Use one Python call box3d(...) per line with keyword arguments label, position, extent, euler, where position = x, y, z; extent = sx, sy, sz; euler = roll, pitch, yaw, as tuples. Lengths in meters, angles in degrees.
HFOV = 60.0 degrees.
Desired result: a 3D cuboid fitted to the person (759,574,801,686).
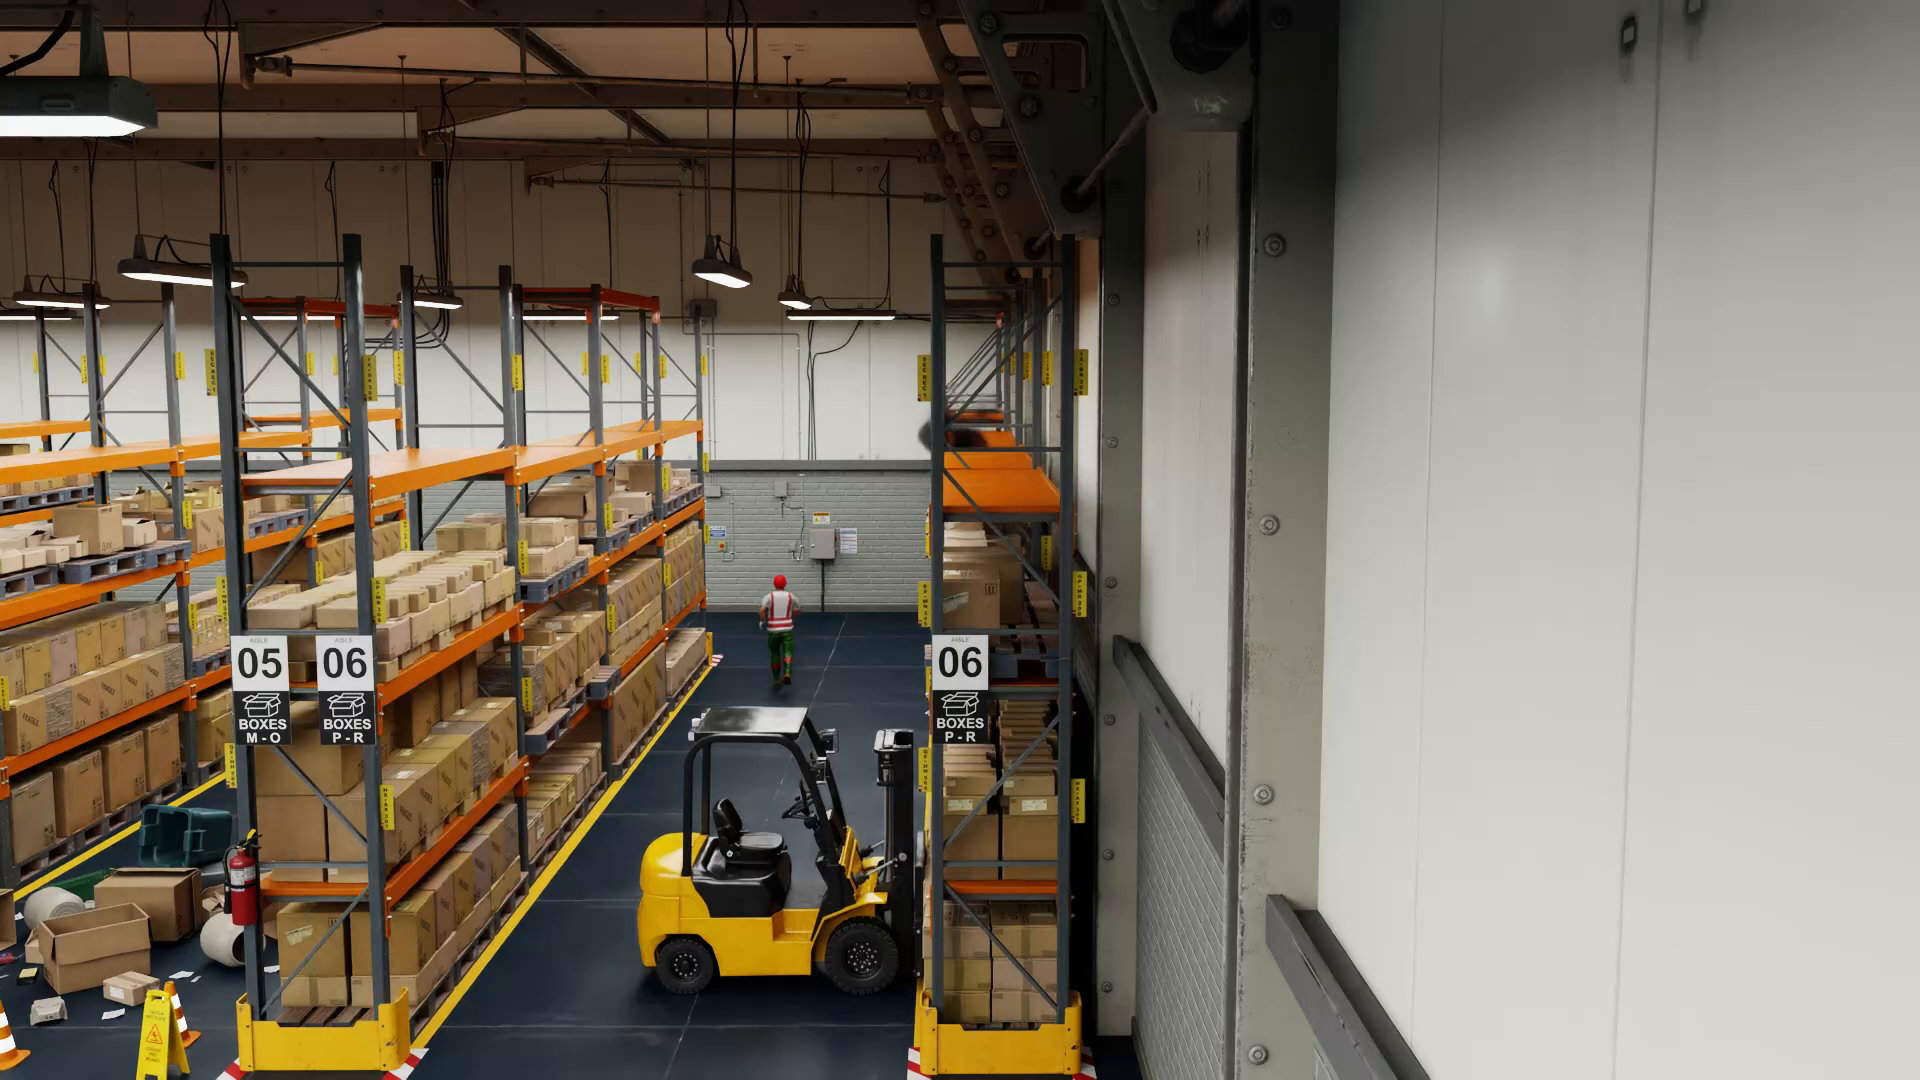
box3d(label="person", position=(-2.791, 1.406, 25.848), extent=(0.662, 1.766, 0.993), euler=(-1, 6, -9))
